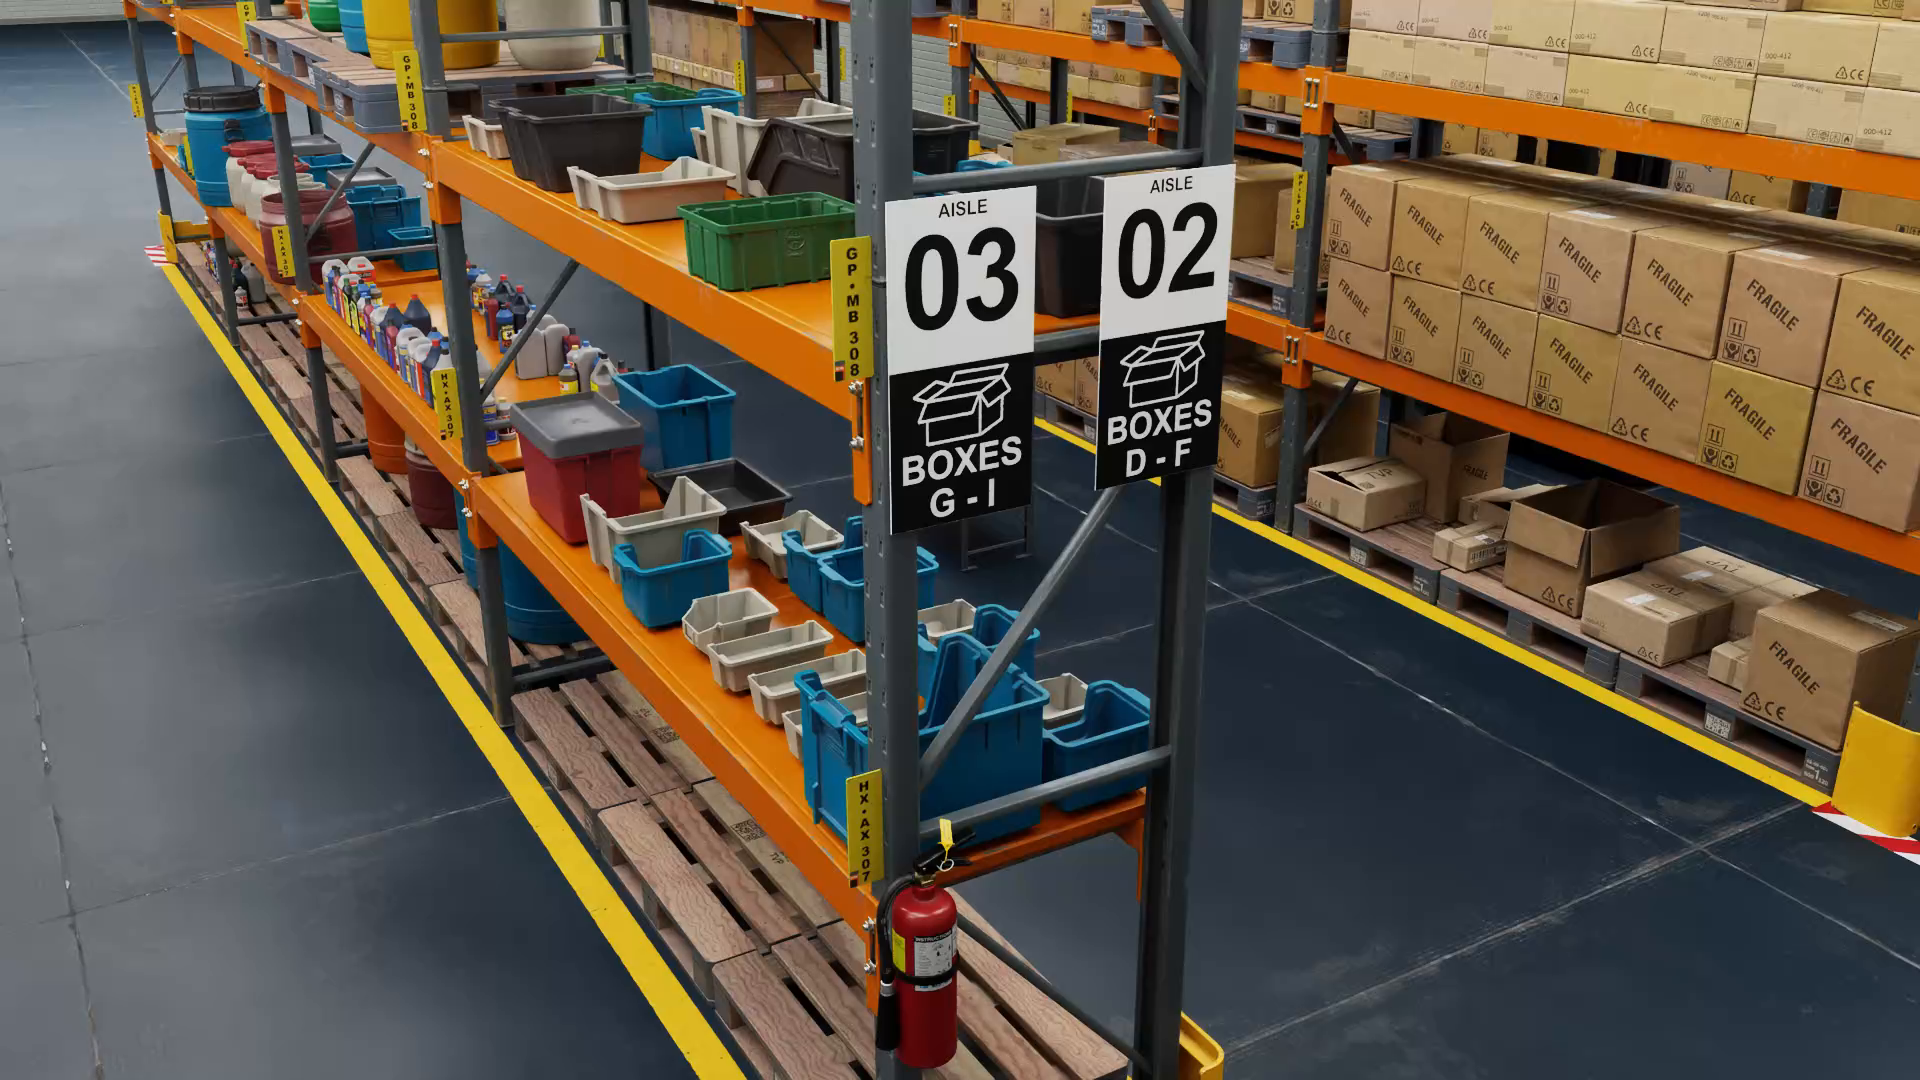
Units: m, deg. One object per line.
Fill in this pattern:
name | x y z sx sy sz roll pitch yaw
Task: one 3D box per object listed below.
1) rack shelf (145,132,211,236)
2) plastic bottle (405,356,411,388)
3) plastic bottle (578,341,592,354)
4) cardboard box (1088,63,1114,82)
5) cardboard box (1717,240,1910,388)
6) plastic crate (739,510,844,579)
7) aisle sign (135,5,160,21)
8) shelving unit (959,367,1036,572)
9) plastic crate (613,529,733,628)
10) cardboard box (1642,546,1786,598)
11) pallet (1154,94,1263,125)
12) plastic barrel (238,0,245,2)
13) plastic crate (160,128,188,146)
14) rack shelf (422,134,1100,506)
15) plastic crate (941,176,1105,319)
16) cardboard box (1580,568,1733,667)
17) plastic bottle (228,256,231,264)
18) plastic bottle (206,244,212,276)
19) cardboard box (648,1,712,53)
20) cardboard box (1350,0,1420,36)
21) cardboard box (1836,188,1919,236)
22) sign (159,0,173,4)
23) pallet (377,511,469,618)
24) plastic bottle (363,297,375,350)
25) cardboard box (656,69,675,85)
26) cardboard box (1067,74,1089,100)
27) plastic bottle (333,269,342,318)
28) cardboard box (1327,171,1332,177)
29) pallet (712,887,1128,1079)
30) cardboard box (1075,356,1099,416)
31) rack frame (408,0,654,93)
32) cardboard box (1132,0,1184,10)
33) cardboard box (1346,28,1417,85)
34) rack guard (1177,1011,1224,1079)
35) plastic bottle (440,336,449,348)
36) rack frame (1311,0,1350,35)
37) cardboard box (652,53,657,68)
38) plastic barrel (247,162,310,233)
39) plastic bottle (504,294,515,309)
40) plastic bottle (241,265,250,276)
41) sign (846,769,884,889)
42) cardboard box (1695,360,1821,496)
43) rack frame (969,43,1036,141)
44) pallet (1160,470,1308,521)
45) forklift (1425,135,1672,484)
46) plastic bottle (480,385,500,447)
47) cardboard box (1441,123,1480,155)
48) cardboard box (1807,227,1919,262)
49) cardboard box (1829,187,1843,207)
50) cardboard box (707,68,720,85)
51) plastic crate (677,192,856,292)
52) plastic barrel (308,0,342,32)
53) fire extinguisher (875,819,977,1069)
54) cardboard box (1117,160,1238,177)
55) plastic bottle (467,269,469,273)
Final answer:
rack shelf | -6.930 -3.489 15.868 1.077 0.370 4.000 -13 25 -28
plastic bottle | -2.897 -0.916 8.846 0.097 0.201 0.097 0 22 0
plastic bottle | -1.954 -0.910 8.738 0.097 0.271 0.097 0 22 0
cardboard box | 1.841 -5.622 19.336 0.500 0.500 0.500 -13 25 -29
cardboard box | 3.759 -1.006 7.343 0.500 0.500 0.500 -12 25 -27
plastic crate | -0.674 0.015 6.562 0.293 0.136 0.466 -13 25 -28
aisle sign | -8.241 -5.641 16.754 0.394 0.787 0.004 -13 25 -28
shelving unit | -0.044 -0.722 10.097 0.538 1.500 1.048 -13 25 -28
plastic crate | -1.048 0.144 6.117 0.416 0.233 0.300 -13 25 -28
cardboard box | 3.937 0.274 8.722 0.500 0.250 0.500 -13 25 -28
pallet | 2.874 -4.716 18.186 1.003 0.211 1.213 -13 25 -28
plastic barrel | -5.462 -4.674 13.178 0.600 0.901 0.708 -13 25 -28
plastic crate | -7.772 -3.996 16.510 0.298 0.136 0.250 -13 25 -28
rack shelf | -0.801 -0.994 5.746 1.077 0.370 4.000 -13 25 -28
plastic crate | 0.264 -0.798 4.481 0.497 0.269 0.590 -13 25 -28
cardboard box | 3.532 0.386 8.446 0.500 0.250 0.500 -13 25 -28
plastic bottle | -6.749 -2.472 15.342 0.144 0.351 0.185 -13 25 -29
plastic bottle | -7.194 -2.692 15.974 0.061 0.283 0.133 -12 25 -27
cardboard box | -3.164 -5.729 18.567 0.700 0.500 0.500 -13 26 -30
cardboard box | 2.473 -2.884 8.974 0.500 0.250 0.500 -13 25 -28
cardboard box | 6.958 -2.451 11.960 0.980 0.700 0.700 -12 25 -27
sign | -6.387 -4.467 13.322 0.100 0.325 0.005 -13 25 -28
pallet | -2.808 0.053 9.900 1.003 0.211 1.213 -13 25 -28
plastic bottle | -3.371 -1.241 9.537 0.061 0.283 0.133 -13 25 -28
cardboard box | -2.943 -4.983 18.456 0.700 0.500 0.500 -12 25 -28
cardboard box | 1.588 -5.438 19.880 0.500 0.250 0.500 -13 25 -29
plastic bottle | -3.794 -1.509 10.195 0.061 0.283 0.133 -13 25 -28
cardboard box | 4.002 -3.599 16.921 0.500 0.250 0.500 -12 25 -27
pallet | -0.167 1.727 5.783 1.003 0.211 1.213 -13 25 -28
cardboard box | 1.177 -1.176 11.956 0.500 0.500 0.500 -14 26 -30
rack frame | -1.822 -3.365 6.639 1.000 3.000 0.127 -13 25 -28
cardboard box | 1.560 -3.822 10.925 0.600 0.600 0.600 -14 26 -30
cardboard box | 2.474 -2.652 9.068 0.500 0.250 0.500 -13 25 -28
rack guard | 0.244 1.873 5.040 1.175 0.500 0.348 -13 25 -28
plastic bottle | -2.717 -0.946 8.827 0.097 0.271 0.097 0 22 0
rack frame | 2.438 -4.316 8.980 1.000 3.000 0.127 -13 25 -28
cardboard box | -3.286 -5.352 18.501 0.380 0.149 0.250 -13 26 -29
plastic barrel | -5.013 -2.509 12.319 0.433 0.535 0.433 0 22 0
plastic bottle | -2.598 -1.293 9.663 0.061 0.283 0.133 -13 25 -28
plastic bottle | -6.469 -2.369 15.189 0.152 0.276 0.135 -13 25 -28
sign | -0.244 0.745 4.279 0.100 0.325 0.005 -13 25 -28
cardboard box | 3.750 -0.548 7.544 0.500 0.500 0.500 -12 25 -28
rack frame | 0.565 -6.376 22.014 1.000 3.000 0.127 -13 25 -28
pallet | 1.990 -0.501 11.264 1.003 0.211 1.213 -13 25 -28
forklift | 4.154 -2.240 11.931 1.130 2.935 3.031 -12 25 -27
plastic bottle | -2.302 -0.593 7.953 0.152 0.276 0.135 -13 25 -28
cardboard box | 4.680 -3.773 15.056 0.500 0.500 0.500 -12 25 -27
cardboard box | 4.208 -1.114 7.608 0.500 0.500 0.500 -12 25 -28
cardboard box | 6.676 -2.882 12.864 0.500 0.500 0.500 -14 26 -30
cardboard box | -2.367 -4.770 17.069 0.380 0.149 0.250 -13 25 -28
plastic crate | -0.528 -0.846 4.708 0.450 0.188 0.336 -13 25 -28
plastic barrel | -3.522 -3.005 9.387 0.294 0.245 0.294 0 22 0
fire extinguisher | -0.093 1.054 4.332 0.296 0.674 0.183 -13 25 -28
cardboard box | 1.482 -2.338 11.389 0.500 0.500 0.700 20 30 41
plastic bottle | -3.131 -1.624 10.587 0.097 0.201 0.097 0 22 0
